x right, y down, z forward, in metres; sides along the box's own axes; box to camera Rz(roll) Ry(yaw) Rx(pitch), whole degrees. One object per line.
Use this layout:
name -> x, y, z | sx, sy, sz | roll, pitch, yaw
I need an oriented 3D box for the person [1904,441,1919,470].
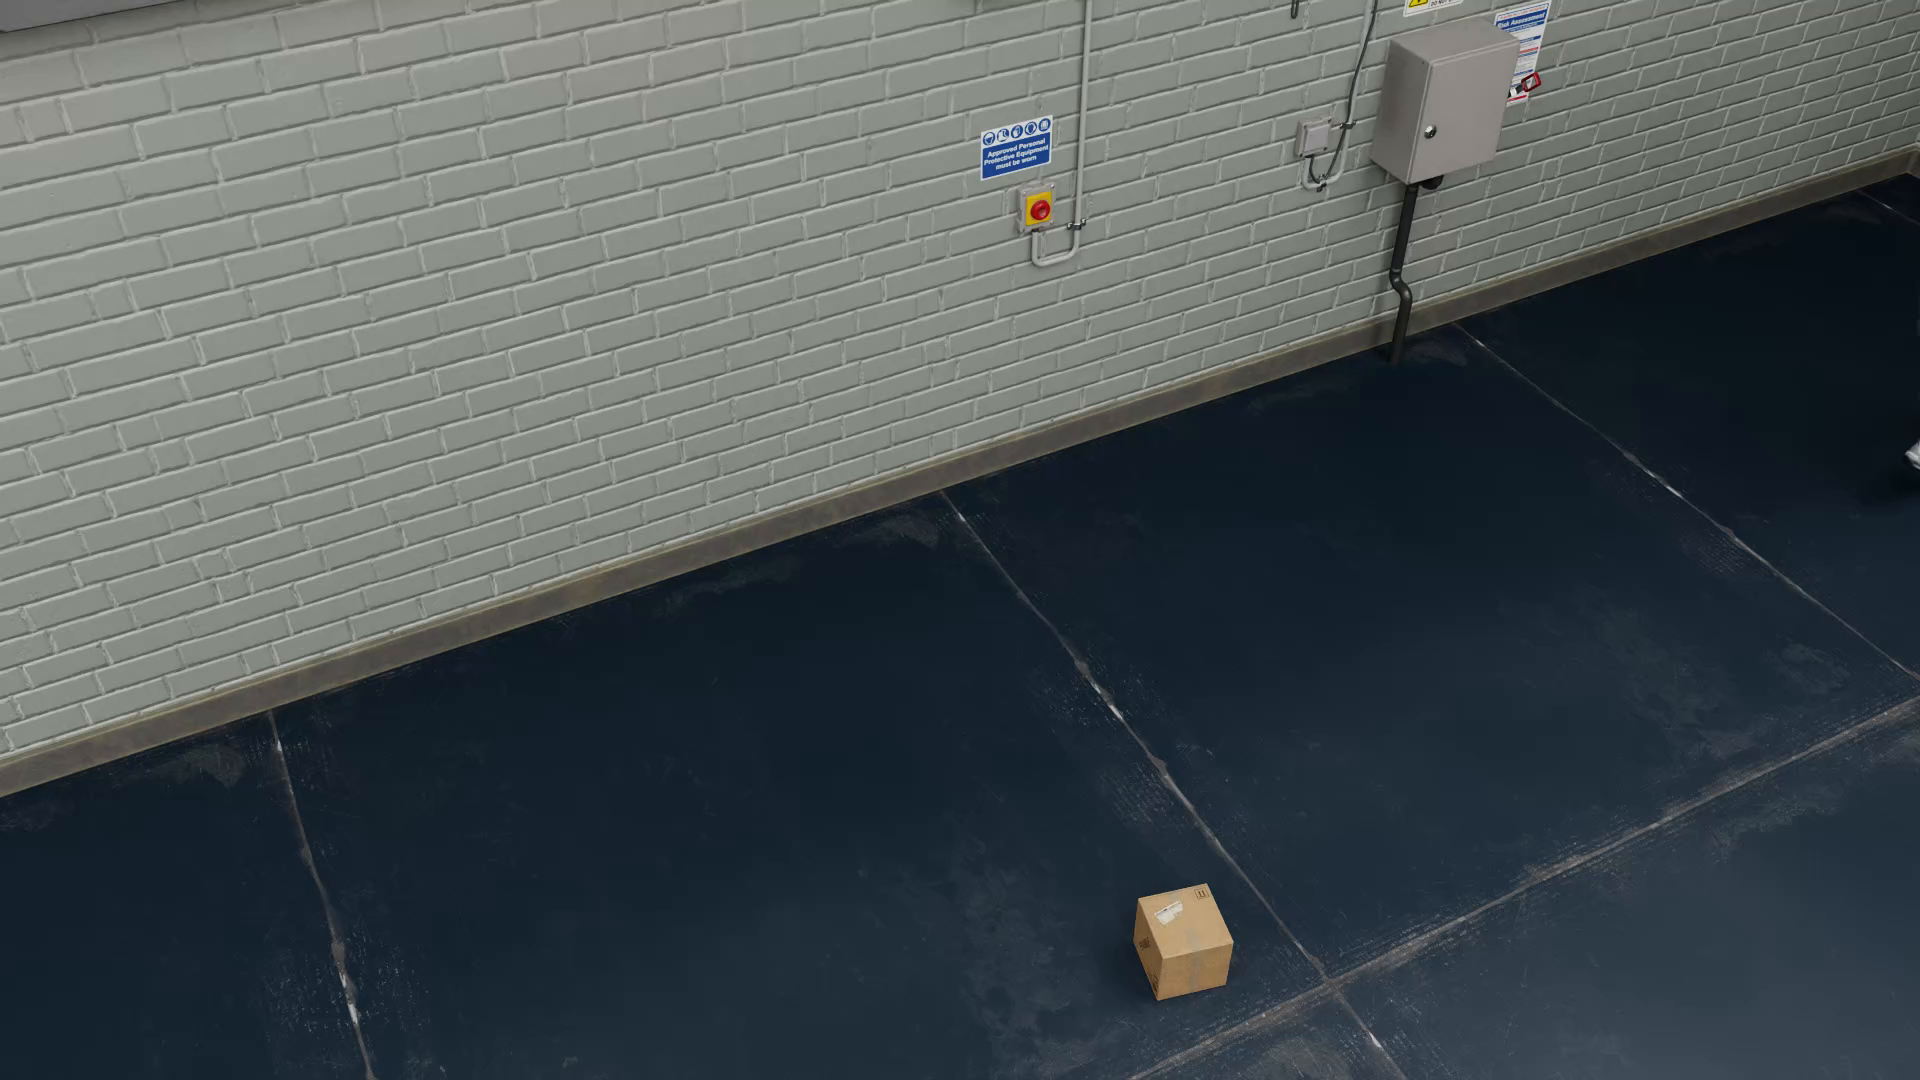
person -> 4.575, -1.012, 7.287 | 0.834, 1.637, 0.499 | -22, 46, -23
